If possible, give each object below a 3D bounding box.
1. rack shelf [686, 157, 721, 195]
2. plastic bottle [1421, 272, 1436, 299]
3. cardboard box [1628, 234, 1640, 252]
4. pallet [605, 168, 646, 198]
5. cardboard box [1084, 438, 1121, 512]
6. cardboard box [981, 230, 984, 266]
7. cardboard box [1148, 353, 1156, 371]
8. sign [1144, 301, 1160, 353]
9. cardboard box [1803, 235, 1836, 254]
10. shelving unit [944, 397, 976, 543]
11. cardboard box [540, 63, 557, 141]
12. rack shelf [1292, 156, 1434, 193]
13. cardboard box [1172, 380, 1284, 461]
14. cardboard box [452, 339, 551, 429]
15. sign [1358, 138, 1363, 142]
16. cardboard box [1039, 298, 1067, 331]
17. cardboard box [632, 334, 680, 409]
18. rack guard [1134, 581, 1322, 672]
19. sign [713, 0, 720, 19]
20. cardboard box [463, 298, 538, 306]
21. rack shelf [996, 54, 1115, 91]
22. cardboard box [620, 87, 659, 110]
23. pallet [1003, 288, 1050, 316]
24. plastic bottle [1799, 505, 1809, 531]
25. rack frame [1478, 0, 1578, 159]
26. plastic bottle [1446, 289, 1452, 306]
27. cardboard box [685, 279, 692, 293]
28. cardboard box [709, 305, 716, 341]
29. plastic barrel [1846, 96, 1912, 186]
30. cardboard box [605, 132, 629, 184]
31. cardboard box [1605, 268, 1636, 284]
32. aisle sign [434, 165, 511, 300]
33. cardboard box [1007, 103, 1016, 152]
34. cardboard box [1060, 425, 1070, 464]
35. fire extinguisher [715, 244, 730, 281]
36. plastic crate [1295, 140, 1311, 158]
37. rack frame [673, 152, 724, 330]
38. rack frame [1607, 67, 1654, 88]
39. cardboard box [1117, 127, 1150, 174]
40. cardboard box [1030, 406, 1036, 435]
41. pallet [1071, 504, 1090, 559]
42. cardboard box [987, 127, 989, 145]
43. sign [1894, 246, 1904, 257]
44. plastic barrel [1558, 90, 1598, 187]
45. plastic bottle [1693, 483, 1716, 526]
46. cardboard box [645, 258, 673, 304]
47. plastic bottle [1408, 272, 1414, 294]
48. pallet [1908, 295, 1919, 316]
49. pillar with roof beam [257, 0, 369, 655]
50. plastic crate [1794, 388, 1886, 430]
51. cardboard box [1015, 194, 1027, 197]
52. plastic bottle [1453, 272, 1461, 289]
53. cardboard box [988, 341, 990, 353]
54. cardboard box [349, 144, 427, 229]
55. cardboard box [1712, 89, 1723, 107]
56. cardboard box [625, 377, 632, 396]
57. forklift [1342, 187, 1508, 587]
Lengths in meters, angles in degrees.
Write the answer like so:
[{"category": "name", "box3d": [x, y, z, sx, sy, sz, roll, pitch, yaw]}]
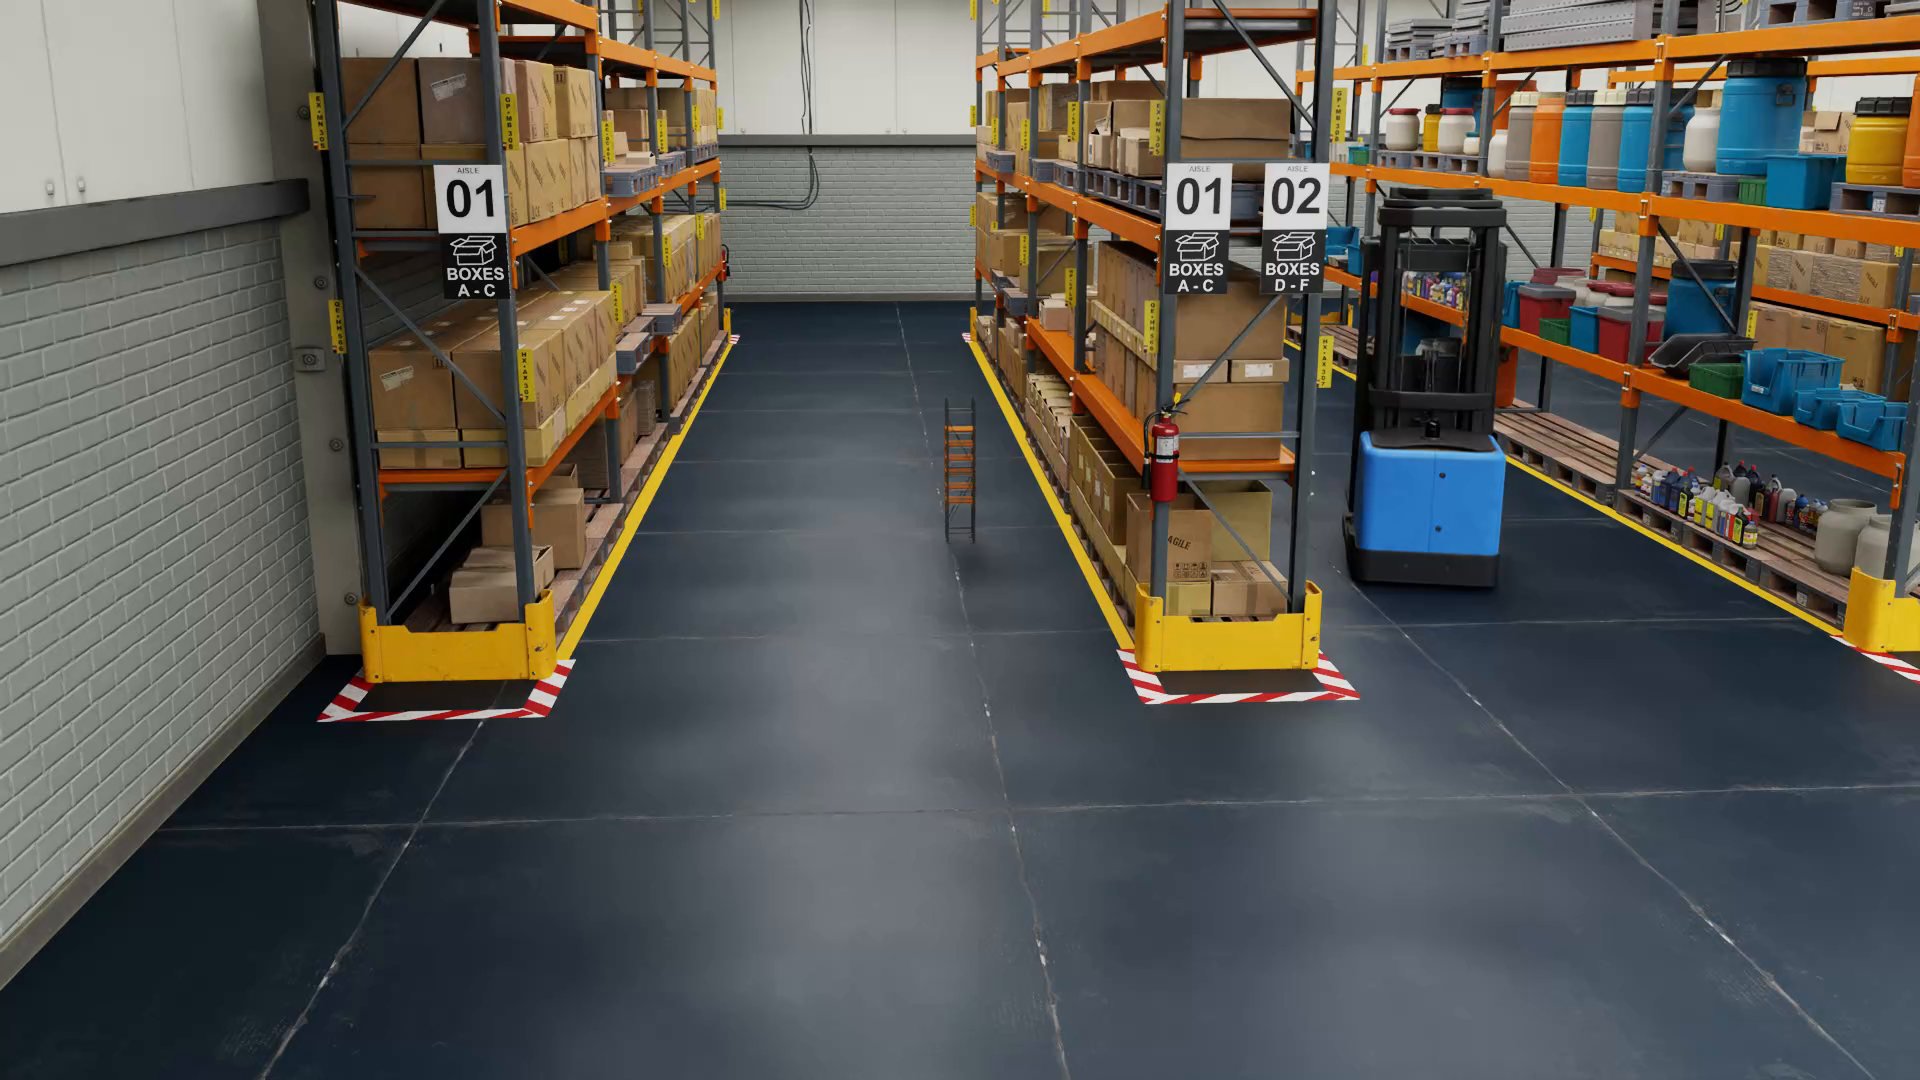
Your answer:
[{"category": "rack shelf", "box3d": [-4.070, -5.167, 23.513, 1.077, 0.370, 4.000, -1, 14, -3]}, {"category": "plastic bottle", "box3d": [5.700, -3.118, 20.224, 0.144, 0.351, 0.185, -1, 14, -3]}, {"category": "cardboard box", "box3d": [10.464, -4.483, 25.135, 0.500, 0.250, 0.500, -1, 14, -5]}, {"category": "pallet", "box3d": [-3.382, -3.093, 14.384, 1.213, 0.211, 1.003, -1, 14, -3]}, {"category": "cardboard box", "box3d": [1.272, -0.519, 13.195, 0.500, 0.500, 0.500, -1, 14, -3]}, {"category": "cardboard box", "box3d": [0.580, -4.318, 24.590, 0.500, 0.500, 0.500, -1, 14, -4]}, {"category": "cardboard box", "box3d": [1.494, -1.242, 11.330, 0.380, 0.149, 0.250, -1, 14, -4]}, {"category": "sign", "box3d": [1.199, -1.329, 10.372, 0.100, 0.325, 0.005, -1, 14, -3]}, {"category": "cardboard box", "box3d": [11.018, -3.845, 20.737, 0.797, 0.503, 0.637, 0, 14, -2]}, {"category": "shelving unit", "box3d": [0.001, -0.577, 13.863, 0.258, 1.200, 0.189, -1, 14, -3]}, {"category": "cardboard box", "box3d": [-3.008, -2.928, 11.121, 0.500, 0.500, 0.500, 0, 14, -2]}, {"category": "rack shelf", "box3d": [5.818, -5.320, 24.107, 1.077, 0.370, 4.000, -1, 14, -3]}, {"category": "cardboard box", "box3d": [1.725, -0.823, 11.005, 0.700, 0.500, 0.500, -1, 14, -3]}, {"category": "cardboard box", "box3d": [-2.932, -1.005, 10.667, 0.500, 0.500, 0.500, -1, 14, -3]}, {"category": "sign", "box3d": [6.242, -6.128, 26.013, 0.100, 0.325, 0.005, -1, 14, -3]}, {"category": "cardboard box", "box3d": [1.108, -2.379, 17.433, 0.500, 0.311, 0.500, -1, 14, -4]}, {"category": "cardboard box", "box3d": [-3.613, -1.918, 18.932, 0.750, 0.750, 0.750, -1, 14, -4]}, {"category": "rack guard", "box3d": [1.743, 0.558, 10.854, 1.175, 0.500, 0.348, -1, 14, -3]}, {"category": "sign", "box3d": [-3.651, -7.961, 24.875, 0.100, 0.325, 0.005, -1, 14, -3]}, {"category": "cardboard box", "box3d": [-3.602, -1.627, 13.087, 0.500, 0.500, 0.500, -1, 14, -4]}, {"category": "rack shelf", "box3d": [1.122, -5.509, 19.623, 1.077, 0.370, 4.000, -1, 14, -3]}, {"category": "cardboard box", "box3d": [-4.222, -5.731, 22.012, 0.500, 0.500, 0.500, -1, 14, -4]}, {"category": "pallet", "box3d": [1.134, -2.723, 18.973, 1.213, 0.211, 1.003, -1, 14, -3]}, {"category": "plastic bottle", "box3d": [6.851, -0.182, 13.448, 0.097, 0.201, 0.097, 0, 14, 0]}, {"category": "rack frame", "box3d": [6.190, -5.629, 17.844, 1.000, 3.000, 0.127, -1, 14, -3]}, {"category": "plastic bottle", "box3d": [5.730, -2.832, 19.412, 0.097, 0.201, 0.097, 0, 14, 0]}, {"category": "cardboard box", "box3d": [-3.557, -3.181, 20.835, 0.380, 0.149, 0.250, -1, 14, -3]}, {"category": "cardboard box", "box3d": [-4.020, -3.256, 24.835, 0.700, 0.500, 0.500, -1, 14, -4]}, {"category": "plastic barrel", "box3d": [6.488, -2.763, 11.504, 0.600, 0.588, 0.600, 0, 14, 0]}, {"category": "cardboard box", "box3d": [-3.710, -3.759, 16.350, 0.797, 0.503, 0.637, 1, 14, 4]}, {"category": "cardboard box", "box3d": [10.757, -3.806, 26.220, 0.875, 0.875, 0.875, -1, 14, -3]}, {"category": "aisle sign", "box3d": [-2.899, -1.827, 9.889, 0.394, 0.787, 0.004, -1, 14, -3]}, {"category": "cardboard box", "box3d": [0.956, -5.269, 21.222, 0.600, 0.600, 0.600, -2, 15, -9]}, {"category": "cardboard box", "box3d": [1.182, -0.893, 15.026, 0.500, 0.311, 0.500, -1, 14, -3]}, {"category": "fire extinguisher", "box3d": [-3.743, -4.387, 25.960, 0.296, 0.674, 0.183, -1, 14, -3]}, {"category": "plastic crate", "box3d": [5.440, -6.002, 25.578, 0.497, 0.269, 0.590, -1, 14, -3]}, {"category": "rack frame", "box3d": [-4.194, -4.560, 25.730, 1.000, 3.000, 0.127, -1, 14, -3]}, {"category": "rack frame", "box3d": [10.638, -7.695, 25.874, 1.000, 3.000, 0.127, -1, 14, -3]}, {"category": "cardboard box", "box3d": [1.372, -2.760, 11.768, 0.500, 0.311, 0.500, 1, 14, 3]}, {"category": "cardboard box", "box3d": [1.017, -1.260, 17.579, 0.500, 0.250, 0.500, -1, 14, -5]}, {"category": "pallet", "box3d": [1.501, -0.104, 14.008, 1.003, 0.211, 1.213, -1, 14, -3]}, {"category": "cardboard box", "box3d": [0.640, -5.630, 23.168, 0.500, 0.250, 0.500, -1, 14, -3]}, {"category": "sign", "box3d": [10.579, -3.351, 18.708, 0.100, 0.325, 0.005, -1, 14, -3]}, {"category": "plastic barrel", "box3d": [6.108, -3.873, 16.032, 0.600, 0.901, 0.708, -1, 14, -3]}, {"category": "plastic bottle", "box3d": [6.111, -0.299, 13.602, 0.144, 0.351, 0.185, -1, 14, -4]}, {"category": "cardboard box", "box3d": [-3.473, -2.897, 18.430, 0.500, 0.500, 0.500, 0, 14, -2]}, {"category": "plastic bottle", "box3d": [5.642, -3.218, 20.771, 0.097, 0.271, 0.097, 0, 14, 0]}, {"category": "pallet", "box3d": [11.284, -2.531, 18.230, 1.213, 0.211, 1.003, -1, 14, -3]}, {"category": "pillar with roof beam", "box3d": [0.187, -3.714, 10.400, 9.100, 9.000, 0.400, -1, 14, -3]}, {"category": "plastic crate", "box3d": [6.321, -0.943, 11.971, 0.499, 0.251, 0.408, -1, 14, -3]}, {"category": "cardboard box", "box3d": [1.084, -4.938, 24.992, 0.500, 0.500, 0.500, 0, 14, -2]}, {"category": "plastic bottle", "box3d": [6.242, -3.249, 20.892, 0.097, 0.271, 0.097, 0, 14, 0]}, {"category": "cardboard box", "box3d": [0.596, -2.705, 23.358, 0.380, 0.149, 0.250, -1, 14, -3]}, {"category": "cardboard box", "box3d": [-3.481, -2.192, 10.264, 0.500, 0.500, 0.500, 0, 14, 1]}, {"category": "cardboard box", "box3d": [10.834, -6.145, 23.120, 0.500, 0.250, 0.500, -2, 15, -7]}, {"category": "cardboard box", "box3d": [-3.629, -1.615, 16.913, 0.500, 0.250, 0.500, -1, 14, -2]}, {"category": "forklift", "box3d": [3.777, -1.390, 13.547, 1.130, 2.935, 3.031, 3, 15, 10]}]
